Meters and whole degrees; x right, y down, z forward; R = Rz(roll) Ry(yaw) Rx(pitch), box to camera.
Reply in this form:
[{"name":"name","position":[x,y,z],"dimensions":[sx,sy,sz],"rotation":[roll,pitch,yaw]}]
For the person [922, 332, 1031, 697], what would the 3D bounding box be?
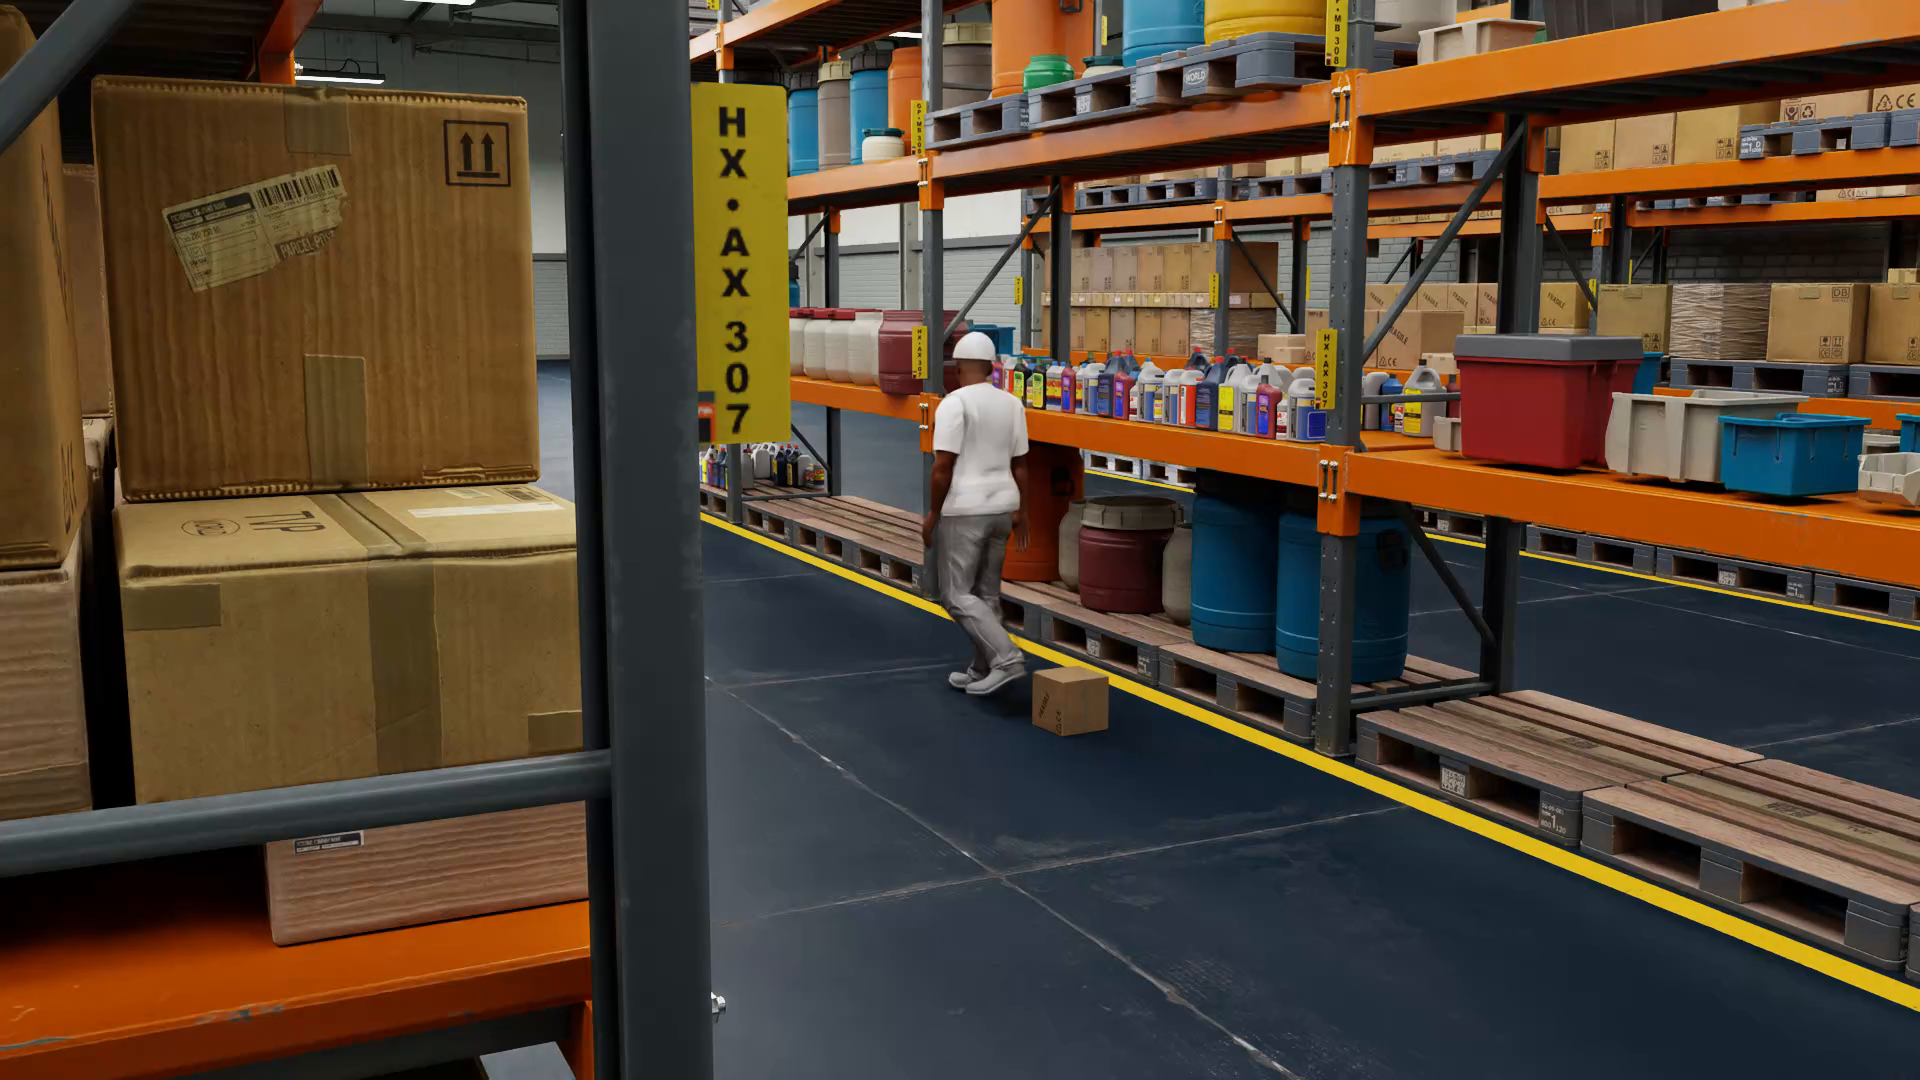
[{"name":"person","position":[0.141,-0.108,7.979],"dimensions":[0.607,1.764,0.589],"rotation":[8,12,44]}]
